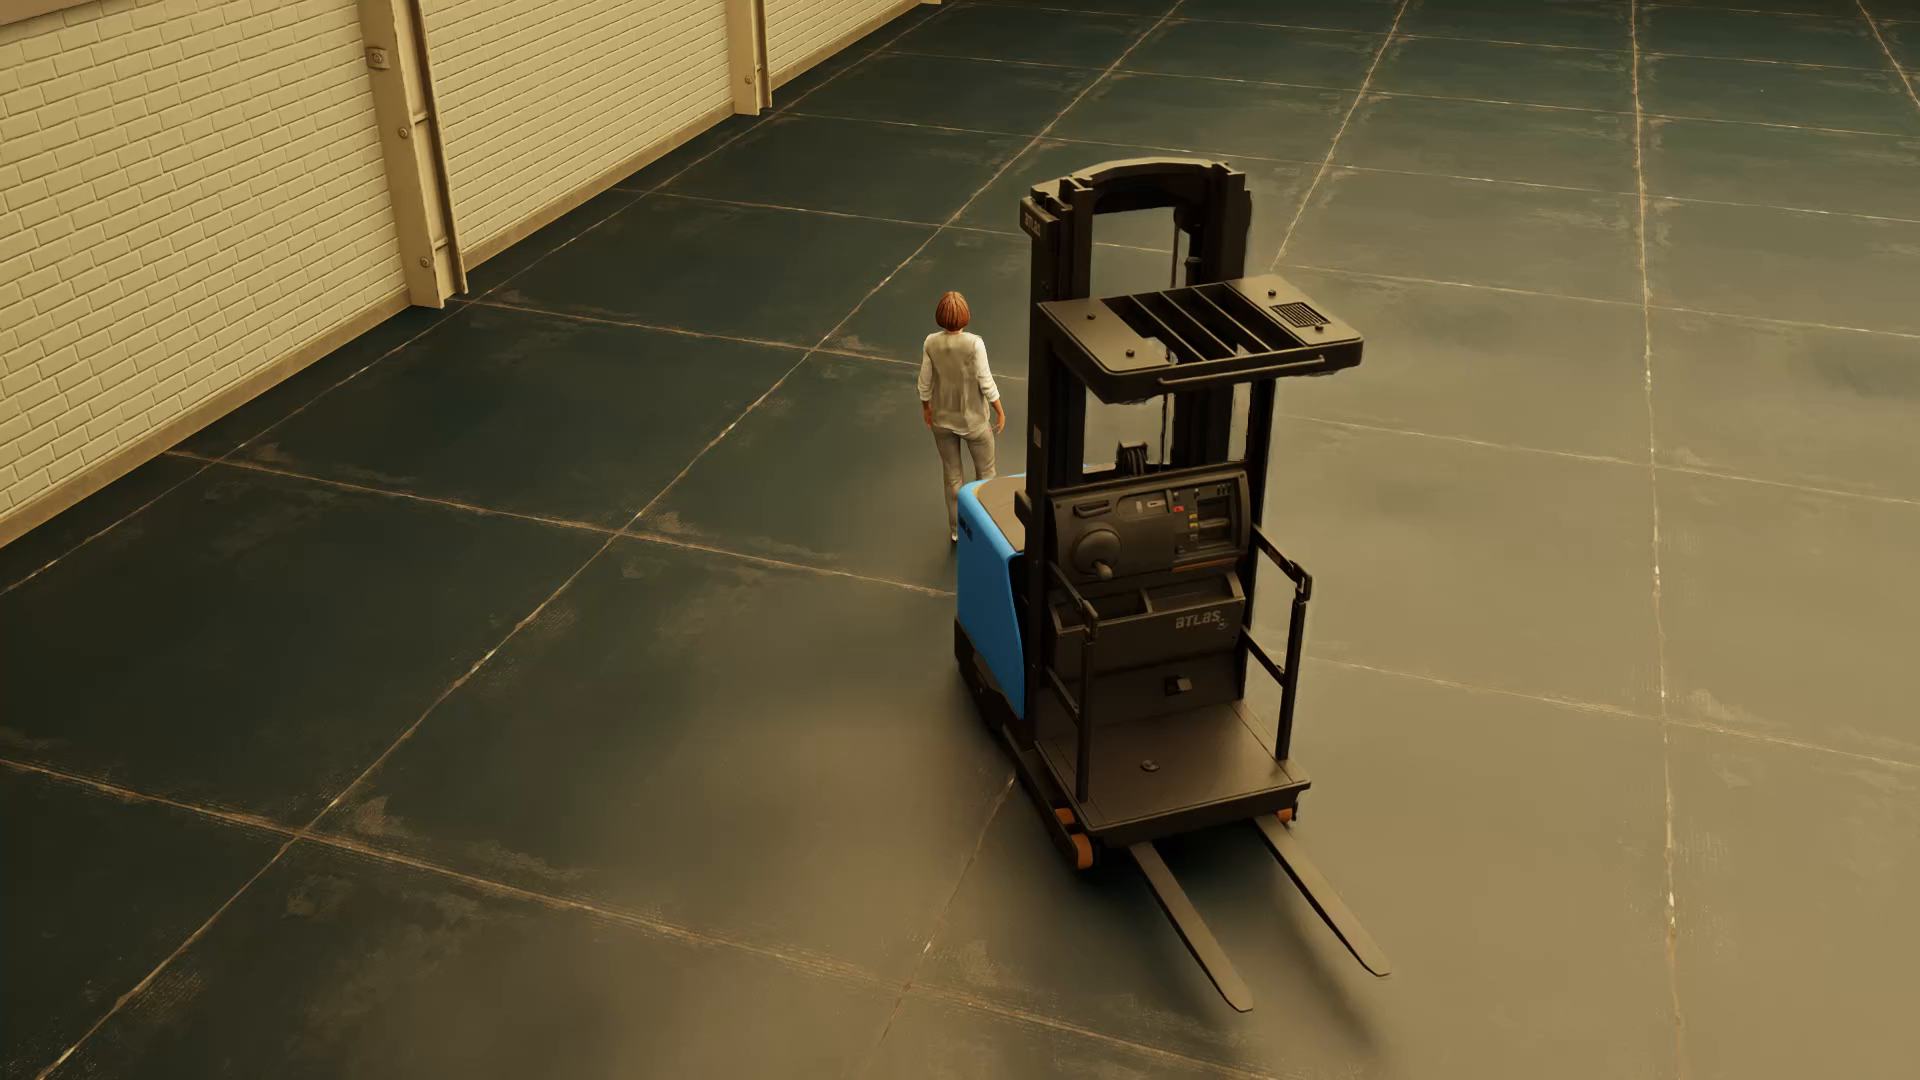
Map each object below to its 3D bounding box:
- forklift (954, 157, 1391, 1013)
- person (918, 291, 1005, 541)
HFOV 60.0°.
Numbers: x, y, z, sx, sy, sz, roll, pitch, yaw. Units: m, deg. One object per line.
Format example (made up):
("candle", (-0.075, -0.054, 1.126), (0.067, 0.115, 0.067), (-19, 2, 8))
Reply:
("forklift", (0.920, -0.014, 7.162), (1.130, 2.935, 3.031), (-9, 31, -16))
("person", (0.038, -0.733, 9.754), (0.520, 1.599, 0.473), (10, 31, 16))
